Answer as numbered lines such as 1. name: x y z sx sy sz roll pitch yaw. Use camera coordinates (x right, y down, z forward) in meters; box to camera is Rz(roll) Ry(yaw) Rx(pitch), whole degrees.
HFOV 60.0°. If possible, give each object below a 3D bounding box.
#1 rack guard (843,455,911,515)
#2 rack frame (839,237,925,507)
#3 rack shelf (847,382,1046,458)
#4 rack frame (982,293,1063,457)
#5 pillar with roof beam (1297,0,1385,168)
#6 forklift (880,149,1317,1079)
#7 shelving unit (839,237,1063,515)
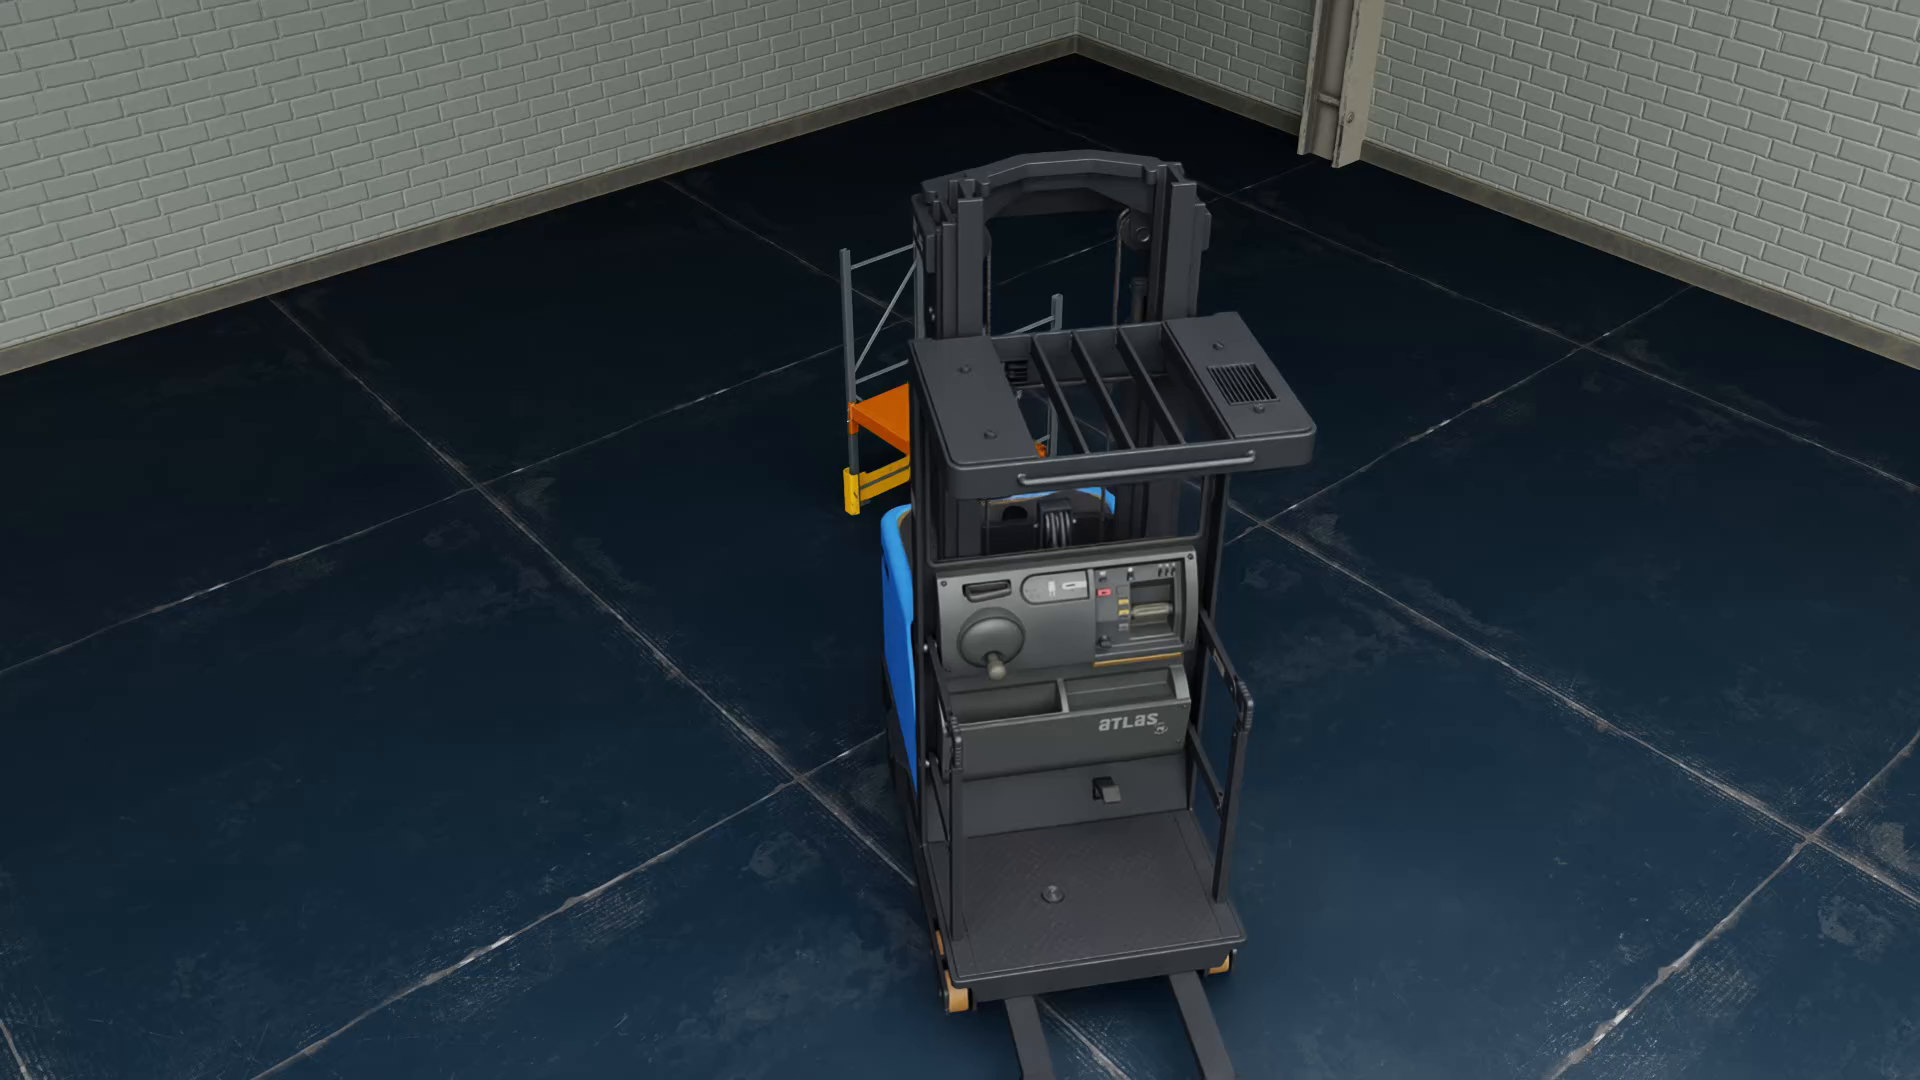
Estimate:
1. rack guard: -0.371 -0.356 8.937 0.587 0.250 0.087 -26 43 -32
2. rack frame: -0.383 -0.874 8.588 0.500 1.500 0.032 -26 43 -32
3. rack shelf: -0.055 -0.503 8.375 0.538 0.185 1.000 -26 43 -32
4. rack frame: 0.273 -0.425 7.954 0.500 1.500 0.032 -26 43 -32
5. pillar with roof beam: -0.437 -5.036 7.975 9.100 9.000 0.400 -26 43 -32
6. forklift: 0.423 0.324 5.658 1.130 2.935 3.031 -6 36 -8
7. shelving unit: -0.049 -0.646 8.265 0.587 1.500 1.083 -26 43 -32
